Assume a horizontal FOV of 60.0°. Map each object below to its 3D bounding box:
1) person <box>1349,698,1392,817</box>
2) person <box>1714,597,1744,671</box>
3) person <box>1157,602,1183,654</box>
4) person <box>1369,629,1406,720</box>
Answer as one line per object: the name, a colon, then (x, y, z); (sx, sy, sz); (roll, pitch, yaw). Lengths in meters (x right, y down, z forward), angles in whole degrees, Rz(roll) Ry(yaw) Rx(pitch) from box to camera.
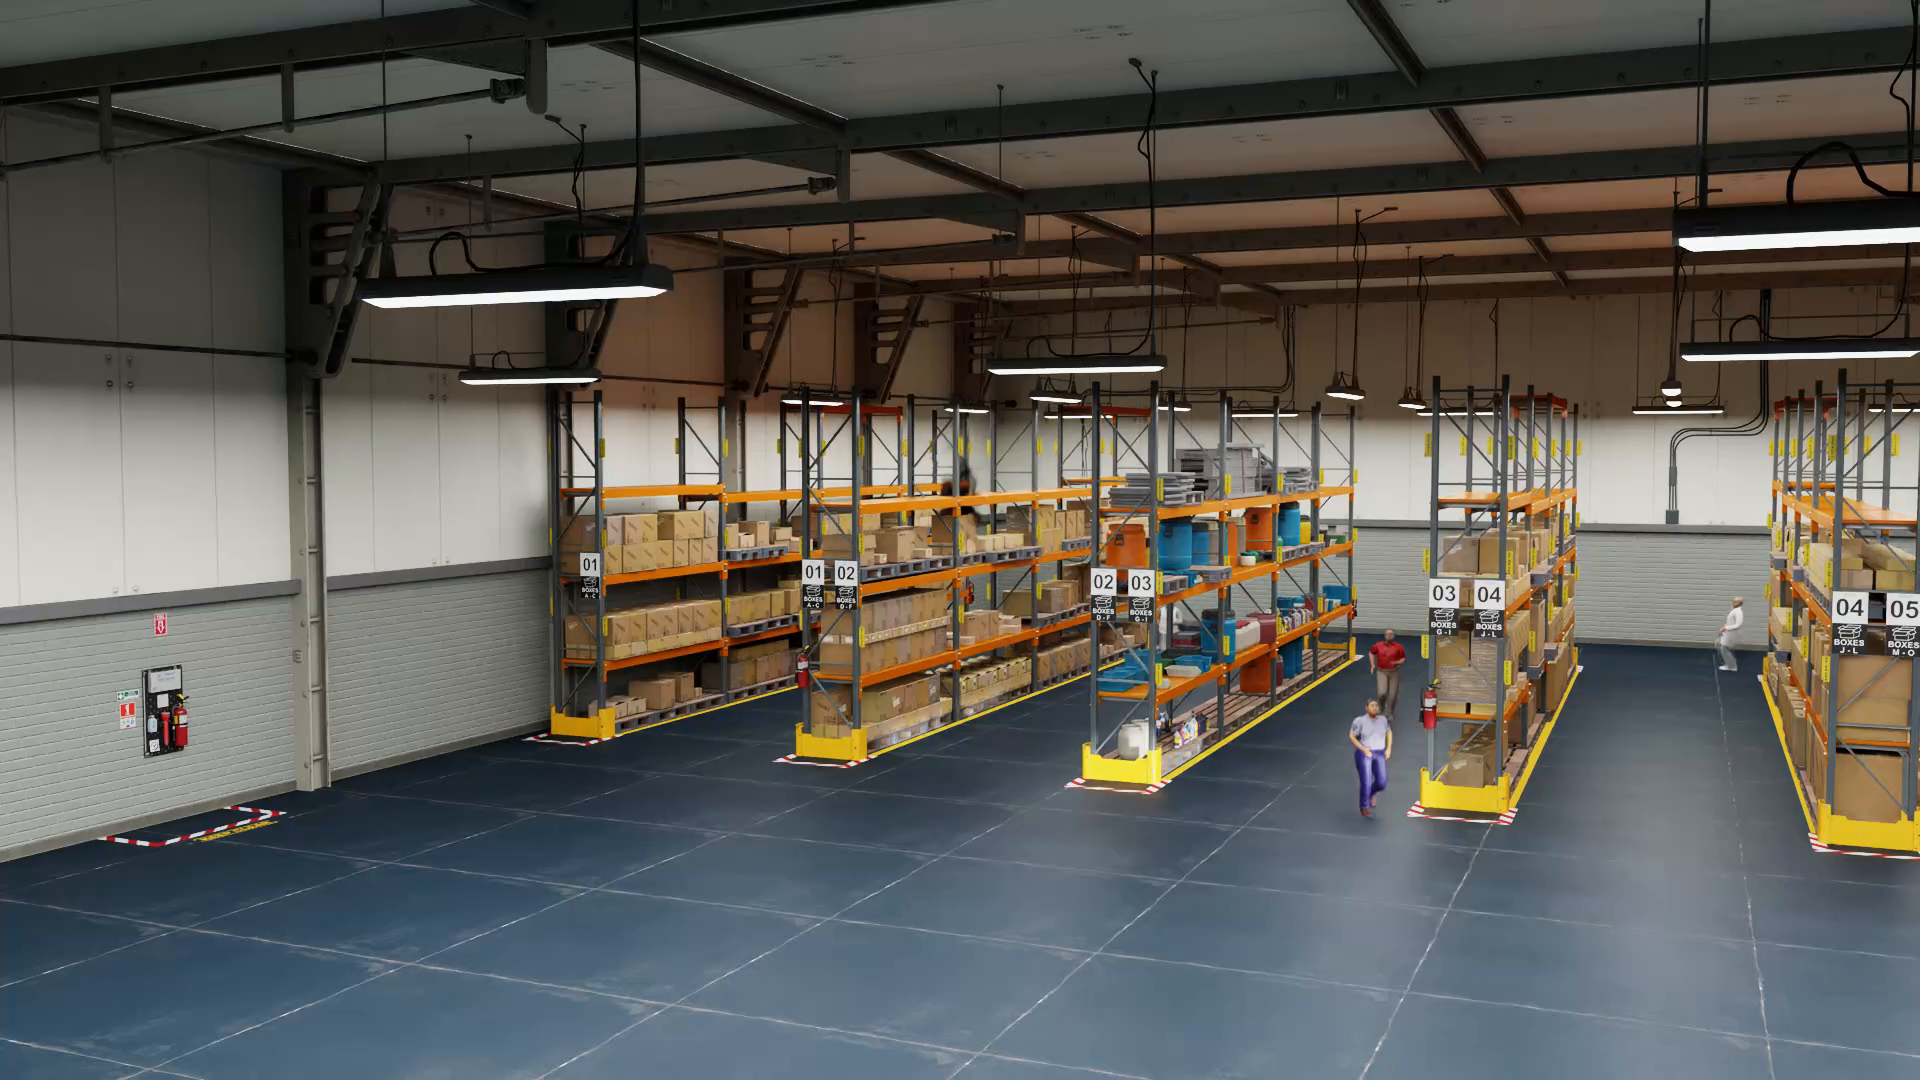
person: (5.625, 2.962, 22.678); (0.642, 1.616, 0.544); (0, 3, -7)
person: (17.175, 2.096, 37.155); (0.558, 1.690, 0.785); (1, 3, 21)
person: (4.605, 2.095, 36.684); (0.624, 1.834, 0.759); (1, 3, 12)
person: (7.773, 2.482, 30.212); (0.637, 1.738, 0.693); (1, 3, 10)
